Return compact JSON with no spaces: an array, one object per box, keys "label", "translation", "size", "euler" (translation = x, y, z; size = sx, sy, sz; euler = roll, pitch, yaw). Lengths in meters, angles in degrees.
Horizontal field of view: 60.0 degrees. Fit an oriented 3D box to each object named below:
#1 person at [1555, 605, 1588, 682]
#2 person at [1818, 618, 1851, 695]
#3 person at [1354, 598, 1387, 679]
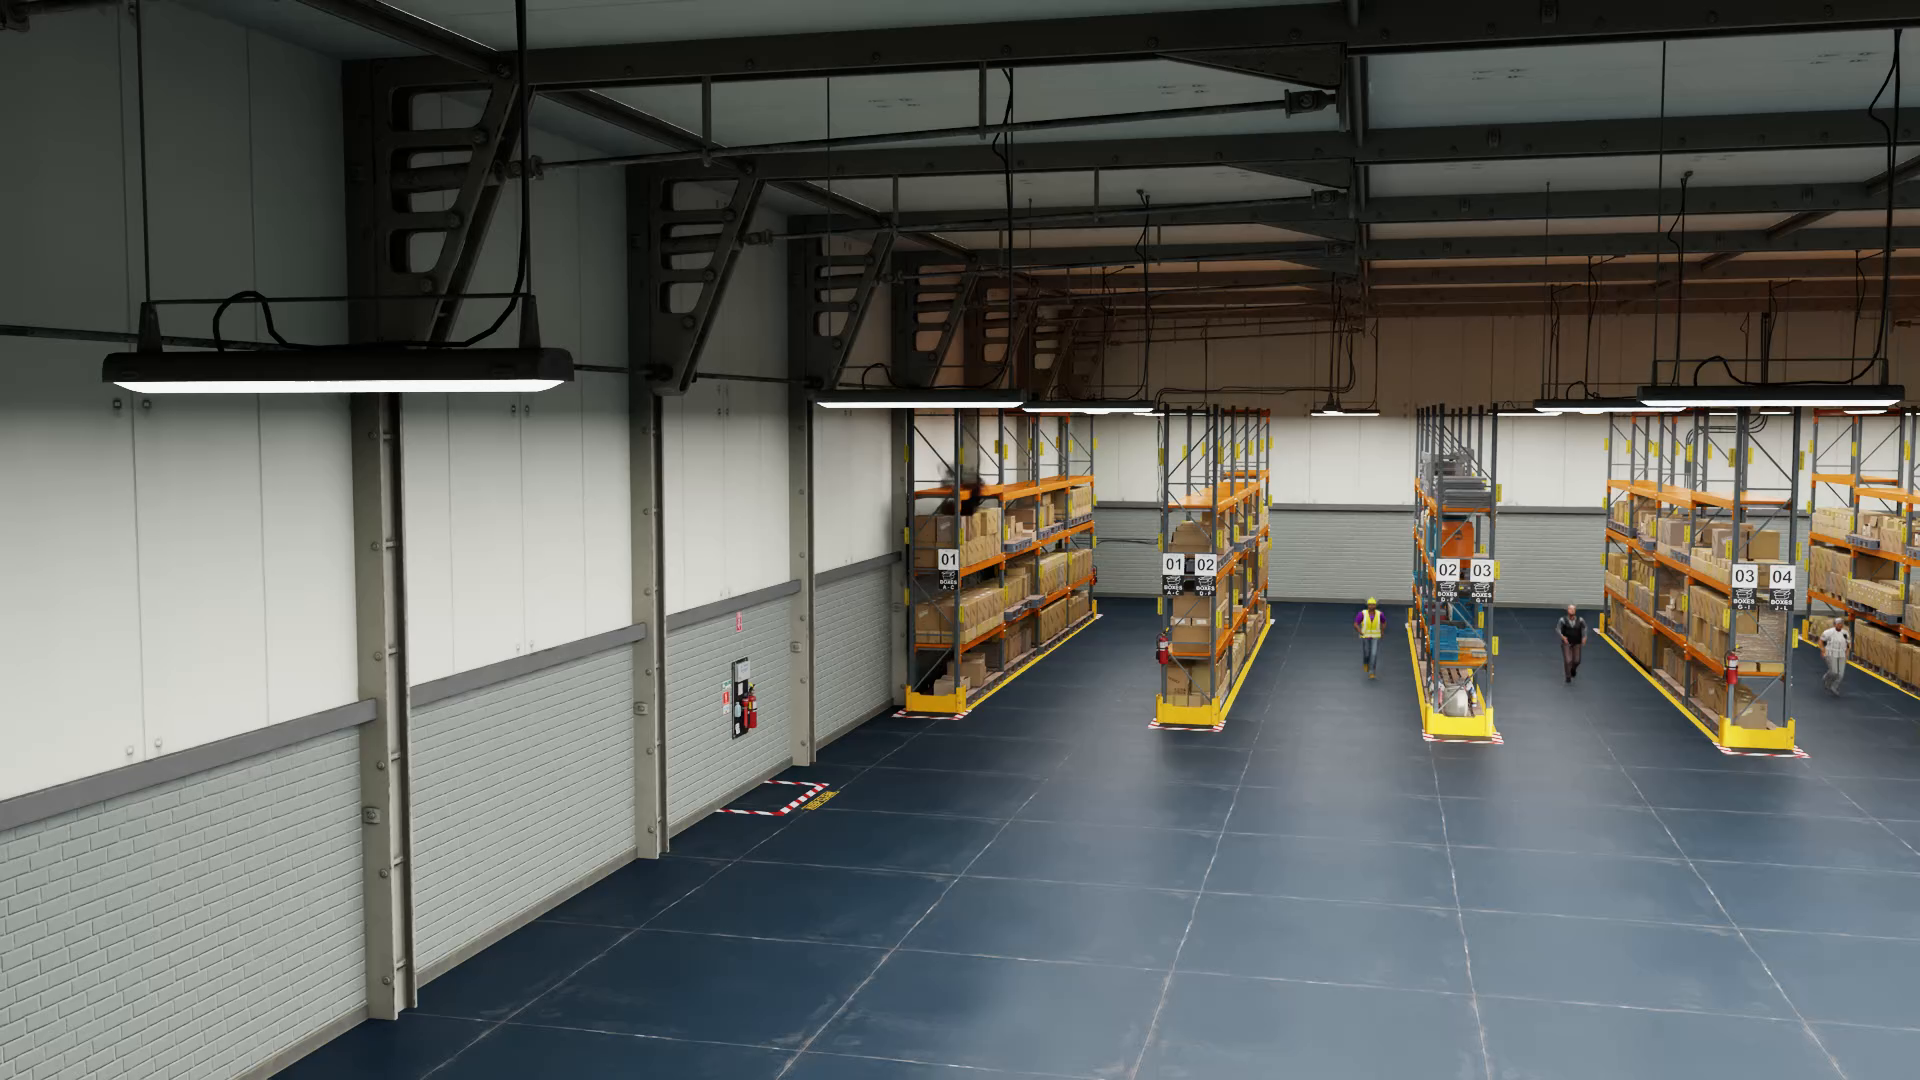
[{"label":"person","translation":[13.308,2.254,36.174],"size":[0.692,1.680,0.599],"euler":[1,4,10]},{"label":"person","translation":[18.149,2.410,34.429],"size":[0.592,1.616,0.588],"euler":[0,4,6]},{"label":"person","translation":[9.106,2.163,36.899],"size":[0.707,1.756,0.883],"euler":[1,4,11]}]
